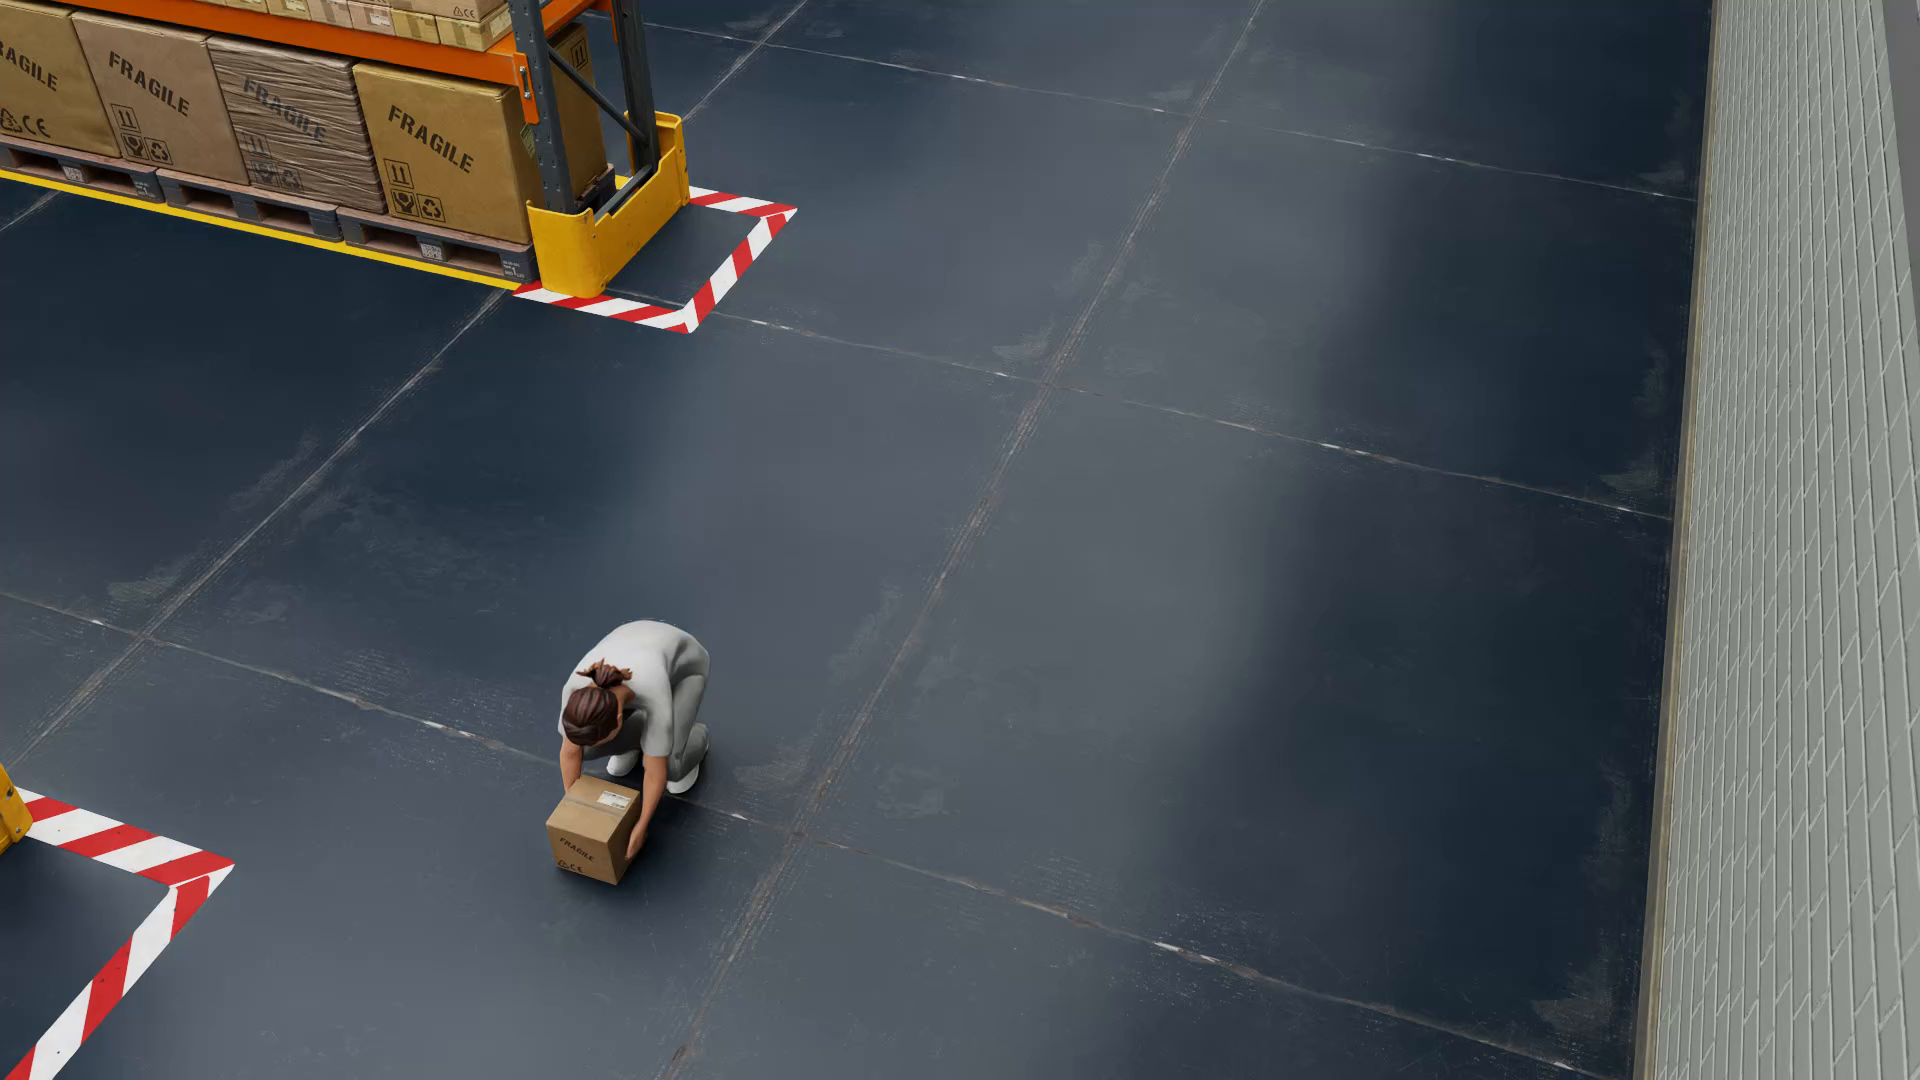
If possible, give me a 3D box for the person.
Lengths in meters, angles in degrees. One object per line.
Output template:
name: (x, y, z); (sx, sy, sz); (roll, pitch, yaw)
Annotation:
person: (-1.229, 0.491, 5.882); (0.410, 1.315, 0.810); (13, 43, 14)
